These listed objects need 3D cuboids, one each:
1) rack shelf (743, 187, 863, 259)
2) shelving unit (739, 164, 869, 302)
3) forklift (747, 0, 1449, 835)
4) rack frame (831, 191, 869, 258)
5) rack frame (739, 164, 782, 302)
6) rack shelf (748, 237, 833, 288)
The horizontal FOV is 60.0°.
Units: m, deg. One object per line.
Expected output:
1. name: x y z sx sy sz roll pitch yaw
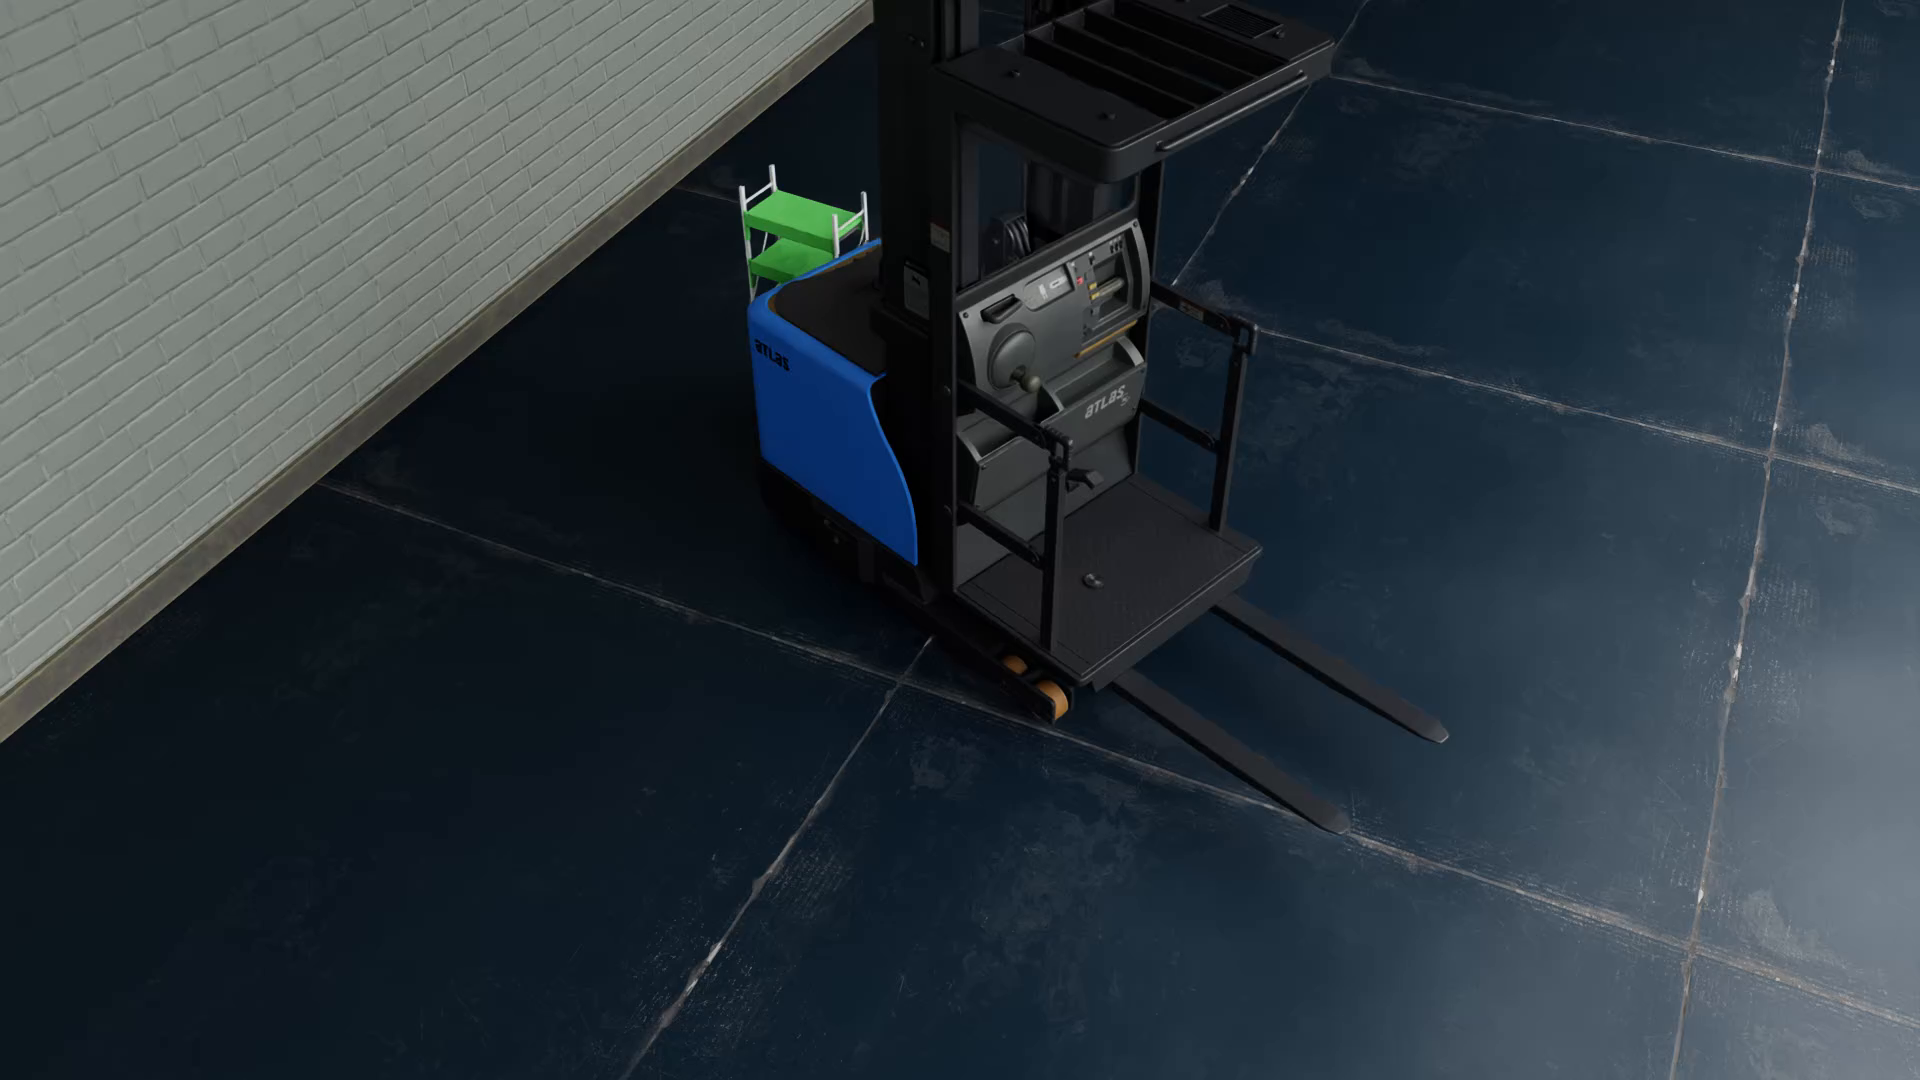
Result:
1. rack shelf: -0.677 -1.367 7.269 0.480 0.148 0.258 21 45 24
2. shelving unit: -0.672 -1.050 7.538 0.503 1.200 0.258 21 45 24
3. forklift: 0.502 -0.786 5.920 1.130 2.935 3.031 -32 50 -32
4. rack frame: -0.464 -0.969 7.439 0.015 1.200 0.240 21 45 24
5. rack frame: -0.879 -1.130 7.637 0.015 1.200 0.240 21 45 24
6. rack shelf: -0.674 -1.184 7.424 0.480 0.148 0.258 21 45 24
